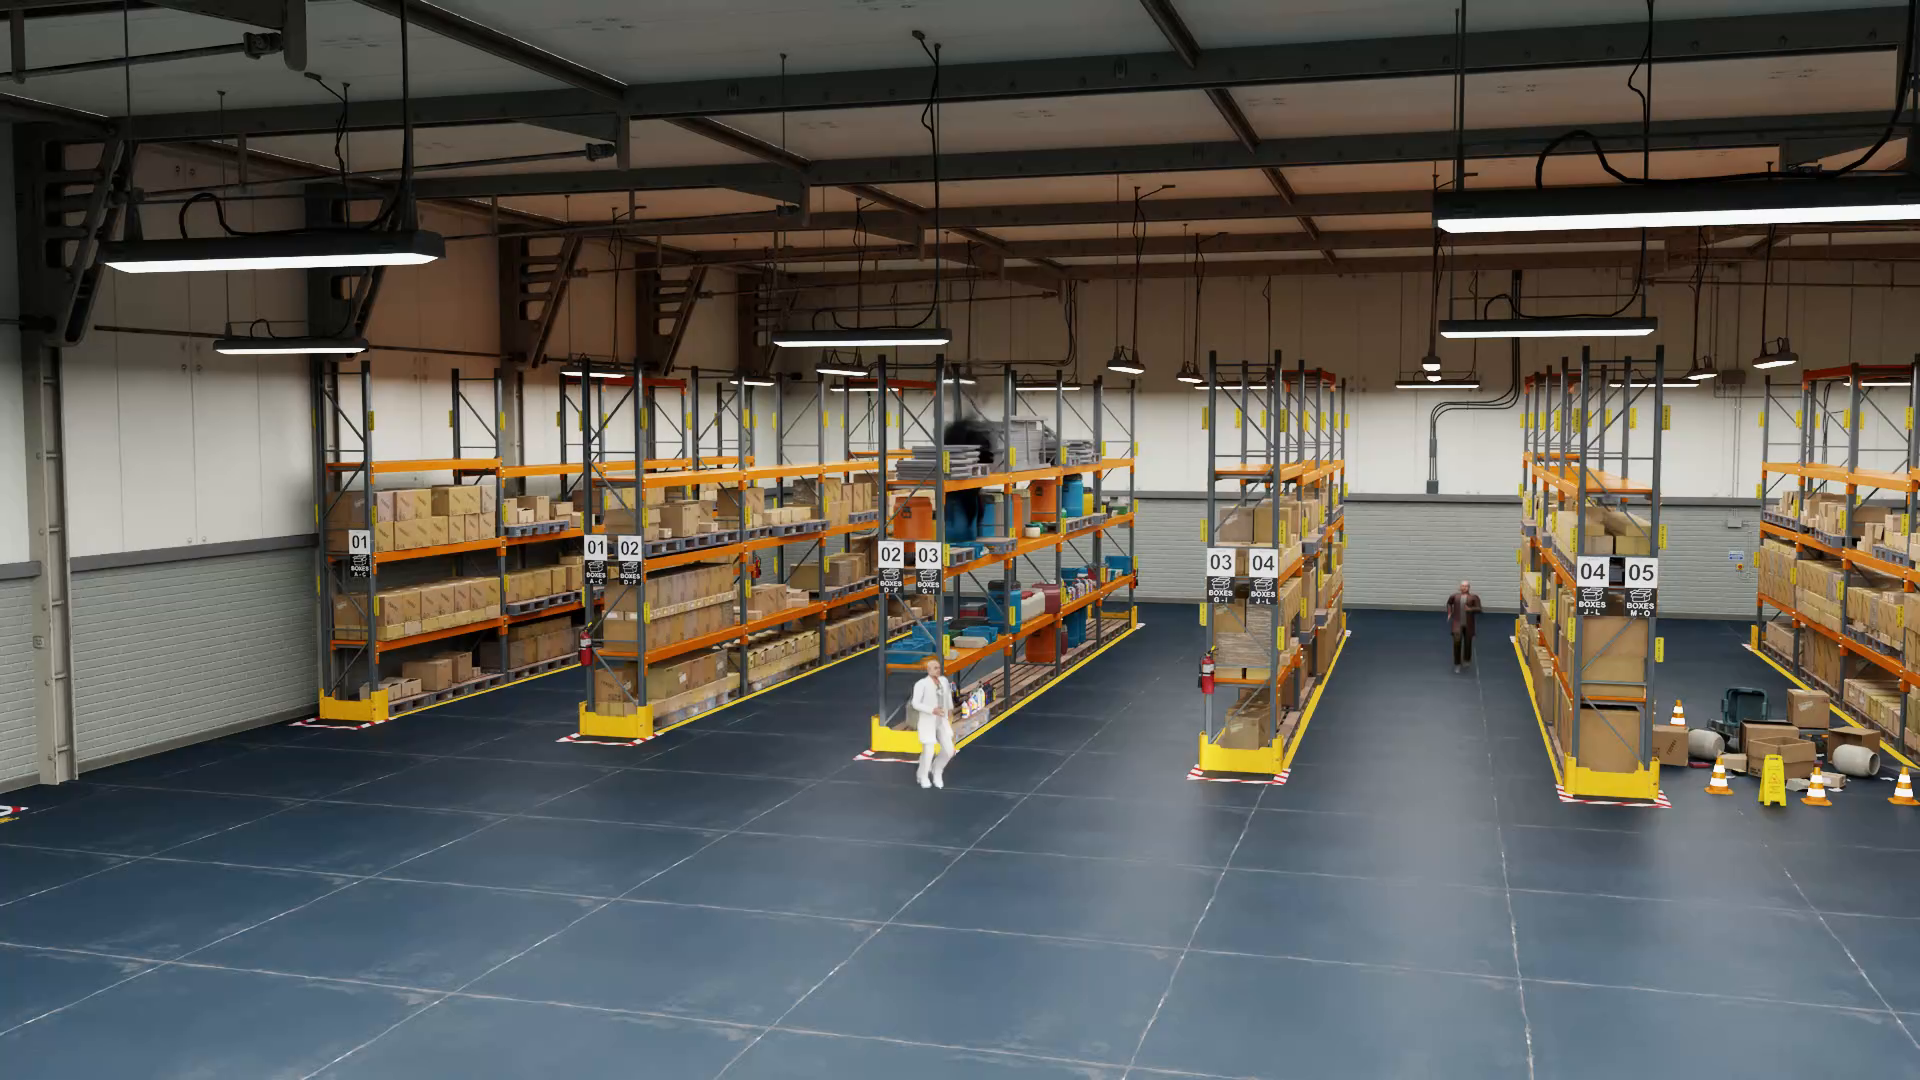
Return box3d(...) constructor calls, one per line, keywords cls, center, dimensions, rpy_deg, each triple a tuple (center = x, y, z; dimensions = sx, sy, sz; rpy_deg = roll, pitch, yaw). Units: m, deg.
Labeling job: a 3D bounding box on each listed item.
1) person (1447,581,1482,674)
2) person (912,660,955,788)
box3d(cls="person", center=(10.088, 1.726, 33.301), dimensions=(0.680, 1.836, 0.898), rpy_deg=(1, 4, 18))
box3d(cls="person", center=(-0.326, 2.518, 22.628), dimensions=(0.735, 1.787, 0.736), rpy_deg=(-3, 5, -33))
